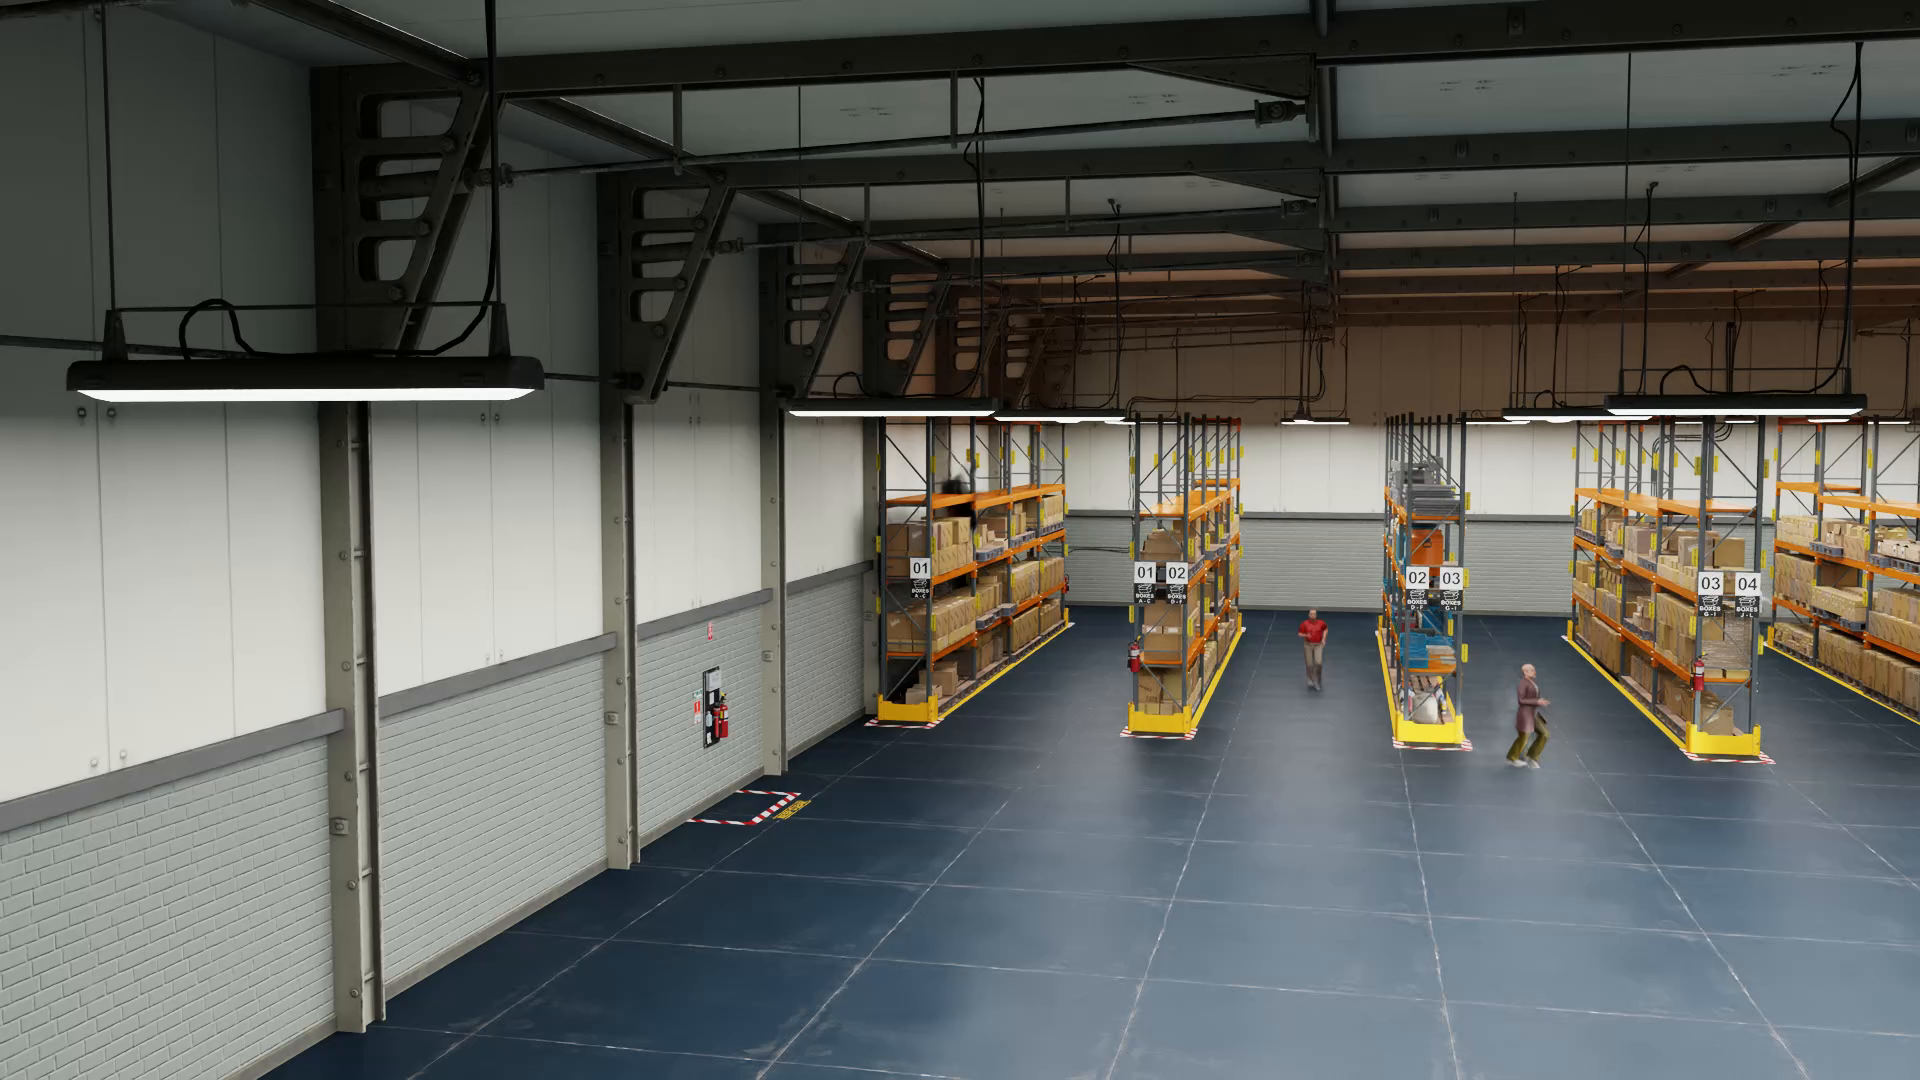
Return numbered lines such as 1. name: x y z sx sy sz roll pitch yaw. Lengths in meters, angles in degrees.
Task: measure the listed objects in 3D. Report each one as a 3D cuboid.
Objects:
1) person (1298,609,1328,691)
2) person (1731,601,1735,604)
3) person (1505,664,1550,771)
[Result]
1. person: 7.740 2.410 36.478 0.640 1.802 0.801 1 4 10
2. person: 21.050 1.885 44.804 0.906 1.613 0.668 -1 4 -14
3. person: 9.496 3.015 27.748 0.682 1.732 0.805 -4 5 -44
